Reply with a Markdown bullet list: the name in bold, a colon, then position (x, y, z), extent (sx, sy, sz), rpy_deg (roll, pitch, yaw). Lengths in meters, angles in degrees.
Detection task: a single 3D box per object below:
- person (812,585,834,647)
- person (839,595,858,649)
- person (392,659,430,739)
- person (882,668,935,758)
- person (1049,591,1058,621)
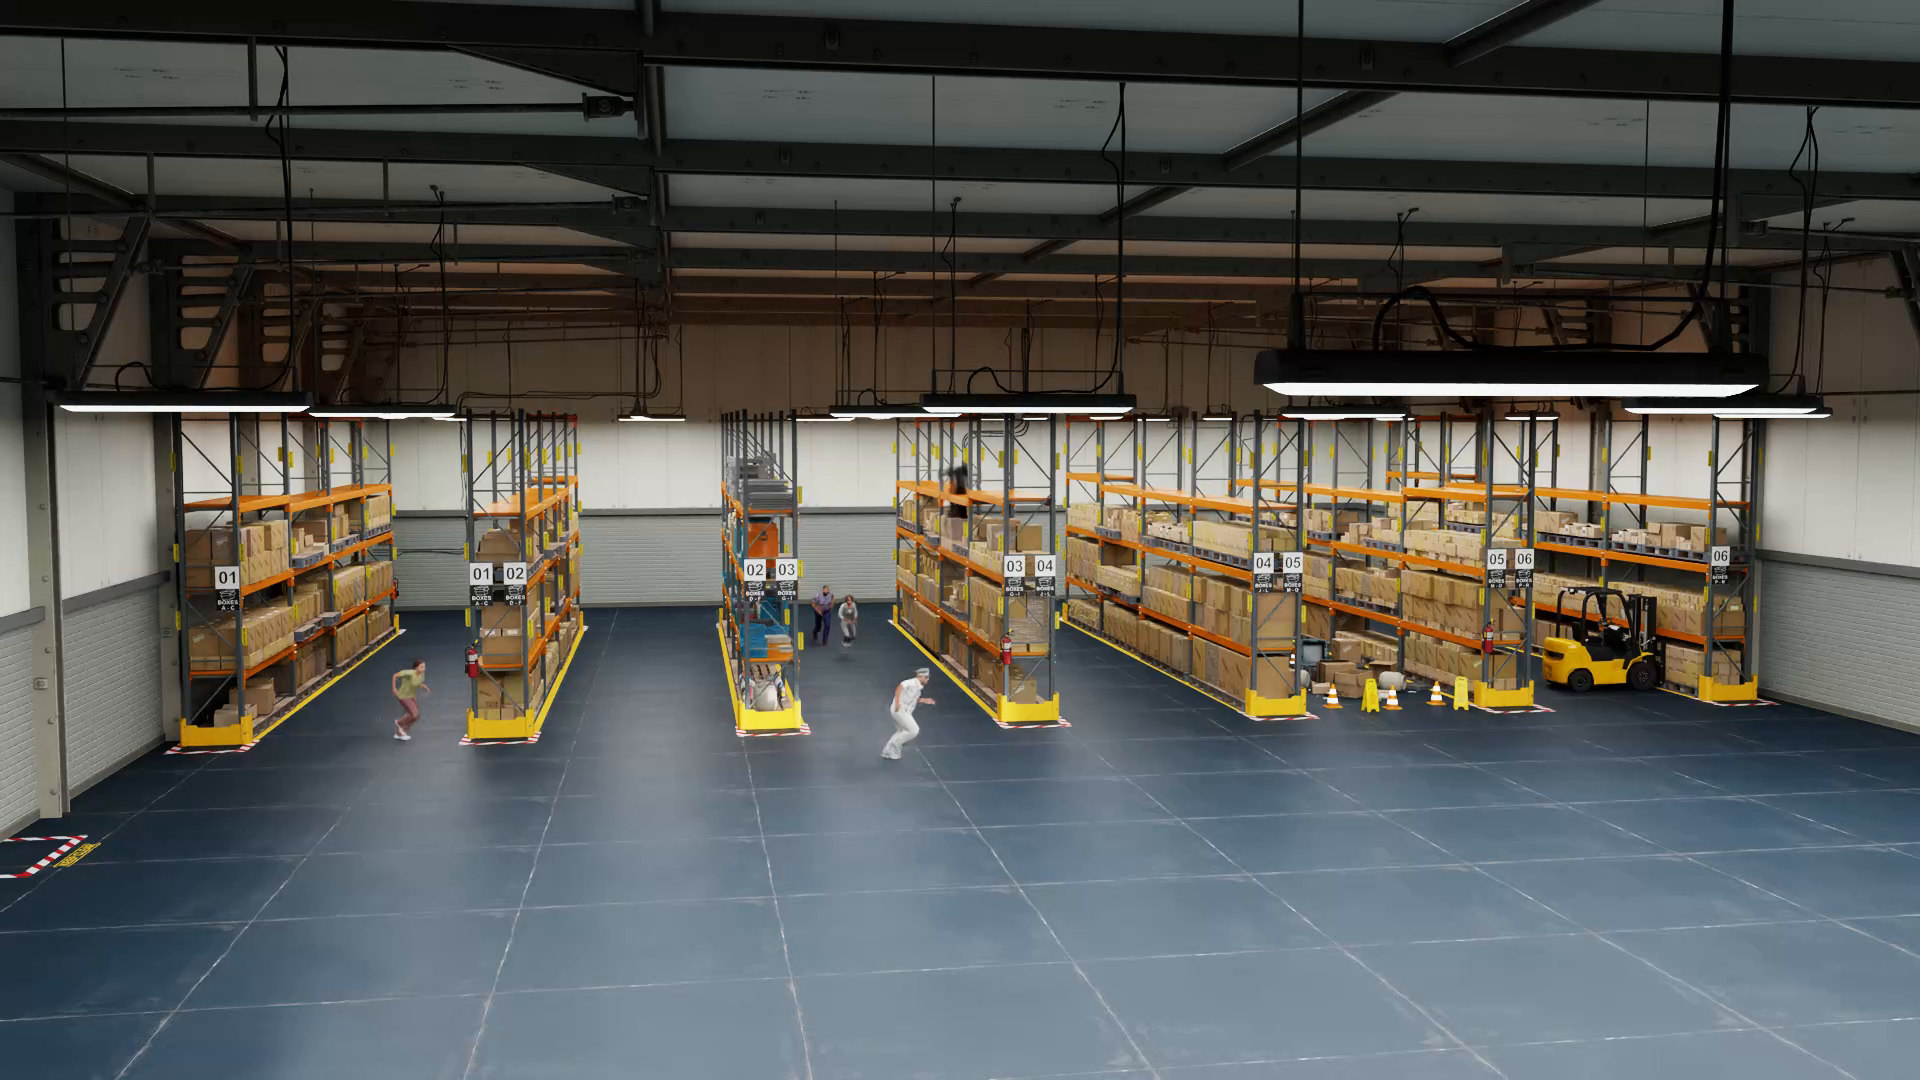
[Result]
- **person**: position (-3.602, 1.946, 43.224), extent (0.628, 1.615, 0.955), rpy_deg (-2, 4, -28)
- **person**: position (-2.742, 2.024, 40.611), extent (0.522, 1.338, 0.696), rpy_deg (-2, 4, -23)
- **person**: position (-9.939, 2.882, 30.003), extent (0.791, 1.503, 0.613), rpy_deg (2, 4, 27)
- **person**: position (-0.896, 2.961, 28.277), extent (0.920, 1.571, 0.697), rpy_deg (1, 4, 9)
- **person**: position (2.015, 1.769, 40.486), extent (0.705, 1.704, 0.714), rpy_deg (-2, 4, -22)
